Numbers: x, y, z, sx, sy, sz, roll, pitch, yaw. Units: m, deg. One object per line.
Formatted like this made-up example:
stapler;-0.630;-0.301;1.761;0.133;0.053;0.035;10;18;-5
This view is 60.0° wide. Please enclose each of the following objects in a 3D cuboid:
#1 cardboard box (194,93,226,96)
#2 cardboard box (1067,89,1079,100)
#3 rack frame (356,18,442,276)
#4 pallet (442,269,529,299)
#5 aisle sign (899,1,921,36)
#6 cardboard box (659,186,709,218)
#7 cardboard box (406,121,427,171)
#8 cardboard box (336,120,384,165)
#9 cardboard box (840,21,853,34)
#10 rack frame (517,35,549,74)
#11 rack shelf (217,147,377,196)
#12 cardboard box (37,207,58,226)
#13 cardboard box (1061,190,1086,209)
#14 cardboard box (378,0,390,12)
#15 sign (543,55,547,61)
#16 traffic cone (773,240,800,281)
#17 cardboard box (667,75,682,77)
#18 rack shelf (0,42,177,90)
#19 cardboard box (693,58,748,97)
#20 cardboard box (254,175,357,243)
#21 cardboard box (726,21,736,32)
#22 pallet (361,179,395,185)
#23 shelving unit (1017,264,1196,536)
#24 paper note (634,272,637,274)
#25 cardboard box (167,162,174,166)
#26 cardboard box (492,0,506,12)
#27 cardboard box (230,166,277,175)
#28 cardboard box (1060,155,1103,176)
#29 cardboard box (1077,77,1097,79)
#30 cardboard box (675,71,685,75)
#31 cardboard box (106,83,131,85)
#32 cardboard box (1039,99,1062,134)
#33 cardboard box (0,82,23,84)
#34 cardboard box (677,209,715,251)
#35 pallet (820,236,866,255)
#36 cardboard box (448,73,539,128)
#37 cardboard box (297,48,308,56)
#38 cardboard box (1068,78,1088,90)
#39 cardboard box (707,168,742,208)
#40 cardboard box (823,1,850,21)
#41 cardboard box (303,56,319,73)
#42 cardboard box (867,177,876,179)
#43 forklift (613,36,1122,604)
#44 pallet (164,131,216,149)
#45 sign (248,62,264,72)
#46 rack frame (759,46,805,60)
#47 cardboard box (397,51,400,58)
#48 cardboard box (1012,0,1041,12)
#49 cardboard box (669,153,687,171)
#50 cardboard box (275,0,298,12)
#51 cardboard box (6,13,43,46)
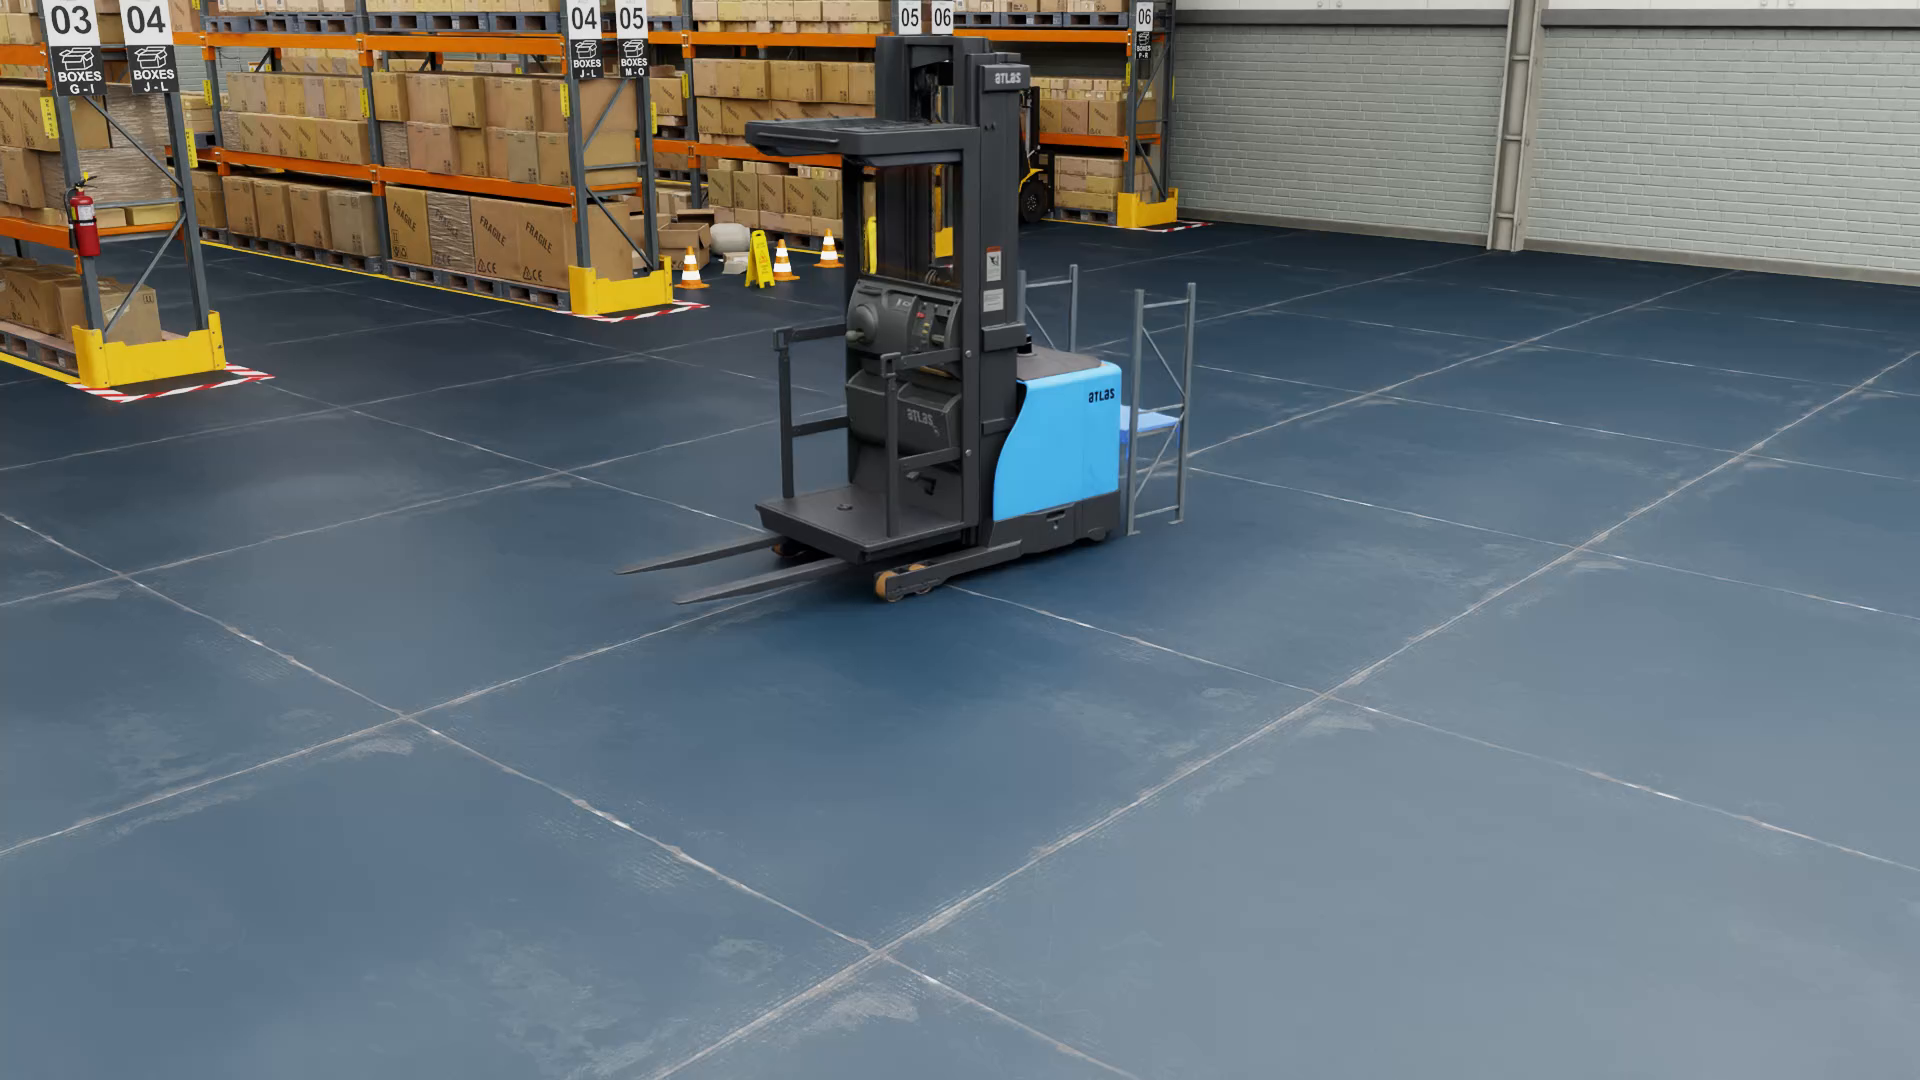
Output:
cardboard box;-10.667;-6.285;23.695;0.250;0.149;0.380;16;24;42
cardboard box;1.832;-6.757;25.207;0.250;0.149;0.380;15;23;39
rack frame;-6.674;-4.770;20.185;0.127;3.000;1.000;15;23;39
pallet;-5.240;-3.026;19.298;1.213;0.211;1.003;15;23;39
aisle sign;-0.618;-6.269;20.608;0.004;0.787;0.394;15;23;39
cardboard box;-3.858;-4.963;24.441;0.625;0.372;0.950;15;23;40
cardboard box;-5.964;-4.665;19.605;0.550;0.550;0.875;15;23;39
cardboard box;-7.242;-4.862;20.309;0.500;0.500;0.500;15;23;39
cardboard box;-1.309;-6.530;21.184;0.250;0.149;0.380;16;24;41
rack frame;-6.456;-6.714;26.308;0.127;3.000;1.000;15;23;39
rack shelf;-8.170;-4.829;21.559;4.000;0.370;1.077;15;23;39
cardboard box;-7.808;-2.845;14.533;0.250;0.149;0.380;15;23;39
cardboard box;1.893;-5.246;25.534;0.500;0.250;0.500;15;23;39
cardboard box;-6.432;-6.127;19.055;0.250;0.149;0.380;15;23;39
sign;-8.764;-10.268;35.070;0.005;0.325;0.100;15;23;39
traffic cone;-2.132;-3.373;19.976;0.334;0.463;0.336;15;23;39
cardboard box;-4.360;-6.662;24.794;0.500;0.500;0.500;15;23;39
rack shelf;-8.546;-4.354;15.102;4.000;0.370;1.077;15;23;39
cardboard box;-3.279;-6.439;23.133;0.500;0.500;0.700;15;23;39
cardboard box;-8.614;-4.384;21.992;0.750;0.750;1.050;15;23;40
cardboard box;-2.976;-7.013;22.706;0.250;0.149;0.380;15;23;39
pallet;-9.964;-6.358;29.797;1.213;0.211;1.003;15;23;39
shelving unit;0.885;-0.908;10.478;0.538;1.500;1.048;-13;22;-39
paper note;-3.984;-3.279;20.426;0.032;0.001;0.123;-6;18;-18
cardboard box;-11.502;-5.325;24.130;0.500;0.250;0.500;16;24;41
cardboard box;-4.725;-5.668;17.611;0.250;0.149;0.380;15;23;40
cardboard box;-10.021;-5.133;23.525;0.500;0.250;0.500;14;22;37
cardboard box;1.883;-5.721;25.377;0.500;0.250;0.500;16;23;40
cardboard box;1.941;-7.056;25.657;0.250;0.149;0.380;16;24;41
cardboard box;-4.968;-8.479;31.011;0.500;0.500;0.700;15;23;39
cardboard box;-7.650;-3.806;14.834;0.500;0.500;0.500;15;23;39
cardboard box;1.512;-6.527;25.556;0.500;0.500;0.500;14;23;38
cardboard box;-8.744;-3.888;15.095;0.500;0.500;0.500;15;23;39
cardboard box;-3.566;-4.197;22.507;0.500;0.500;0.500;-3;18;-8
pallet;-1.113;-3.965;22.256;1.213;0.211;1.003;15;23;39
cardboard box;-5.218;-4.947;18.706;0.500;0.550;0.875;15;23;39
cardboard box;-11.787;-8.856;30.168;0.250;0.149;0.380;14;22;38
cardboard box;1.856;-6.910;25.196;0.250;0.149;0.380;15;23;40
cardboard box;-3.202;-4.978;23.451;0.500;0.500;0.500;16;24;42
cardboard box;-1.400;-6.754;21.231;0.500;0.250;0.500;15;23;39
cardboard box;-11.488;-8.480;30.054;0.500;0.500;0.500;15;23;39
cardboard box;-0.910;-4.584;22.208;0.500;0.500;0.500;14;22;37
forklift;-0.480;-1.237;9.165;3.031;2.935;1.130;-14;23;-38
pallet;-10.269;-5.601;23.119;1.003;0.211;1.213;15;23;39
sign;-15.360;-10.316;36.292;0.001;0.242;0.339;15;23;39
rack frame;-3.164;-7.838;29.849;0.127;3.000;1.000;15;23;39
cardboard box;-9.714;-8.520;29.110;0.250;0.149;0.380;15;23;40
cardboard box;1.215;-8.346;25.463;0.637;0.503;0.797;16;24;41
cardboard box;-5.168;-7.296;31.579;0.500;0.500;0.500;14;22;38
cardboard box;-8.131;-6.708;20.618;0.500;0.311;0.500;14;22;37
cardboard box;-7.579;-4.263;13.875;0.500;0.250;0.500;16;23;40
